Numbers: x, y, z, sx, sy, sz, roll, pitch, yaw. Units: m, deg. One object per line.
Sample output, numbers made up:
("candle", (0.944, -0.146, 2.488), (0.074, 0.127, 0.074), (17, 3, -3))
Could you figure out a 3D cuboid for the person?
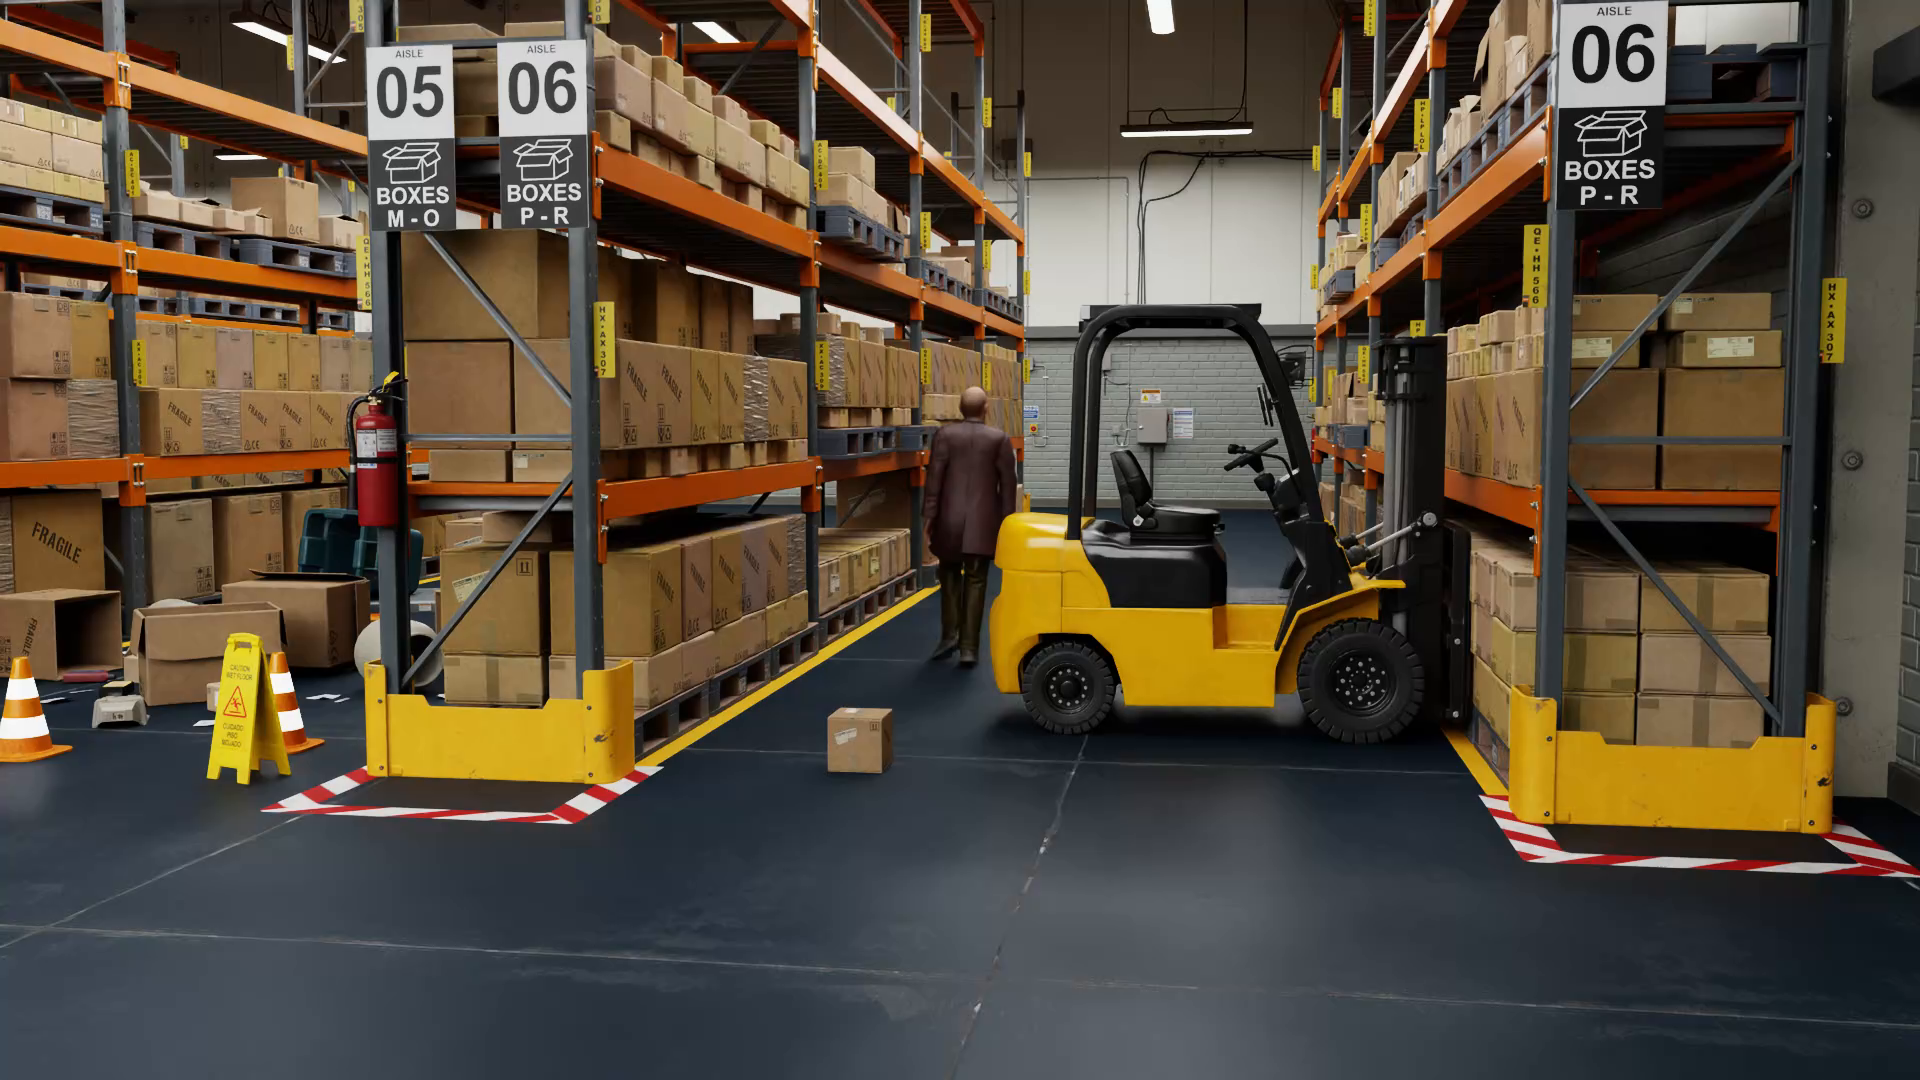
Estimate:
("person", (0.059, 0.014, 10.742), (0.614, 1.617, 0.566), (0, 4, 4))
